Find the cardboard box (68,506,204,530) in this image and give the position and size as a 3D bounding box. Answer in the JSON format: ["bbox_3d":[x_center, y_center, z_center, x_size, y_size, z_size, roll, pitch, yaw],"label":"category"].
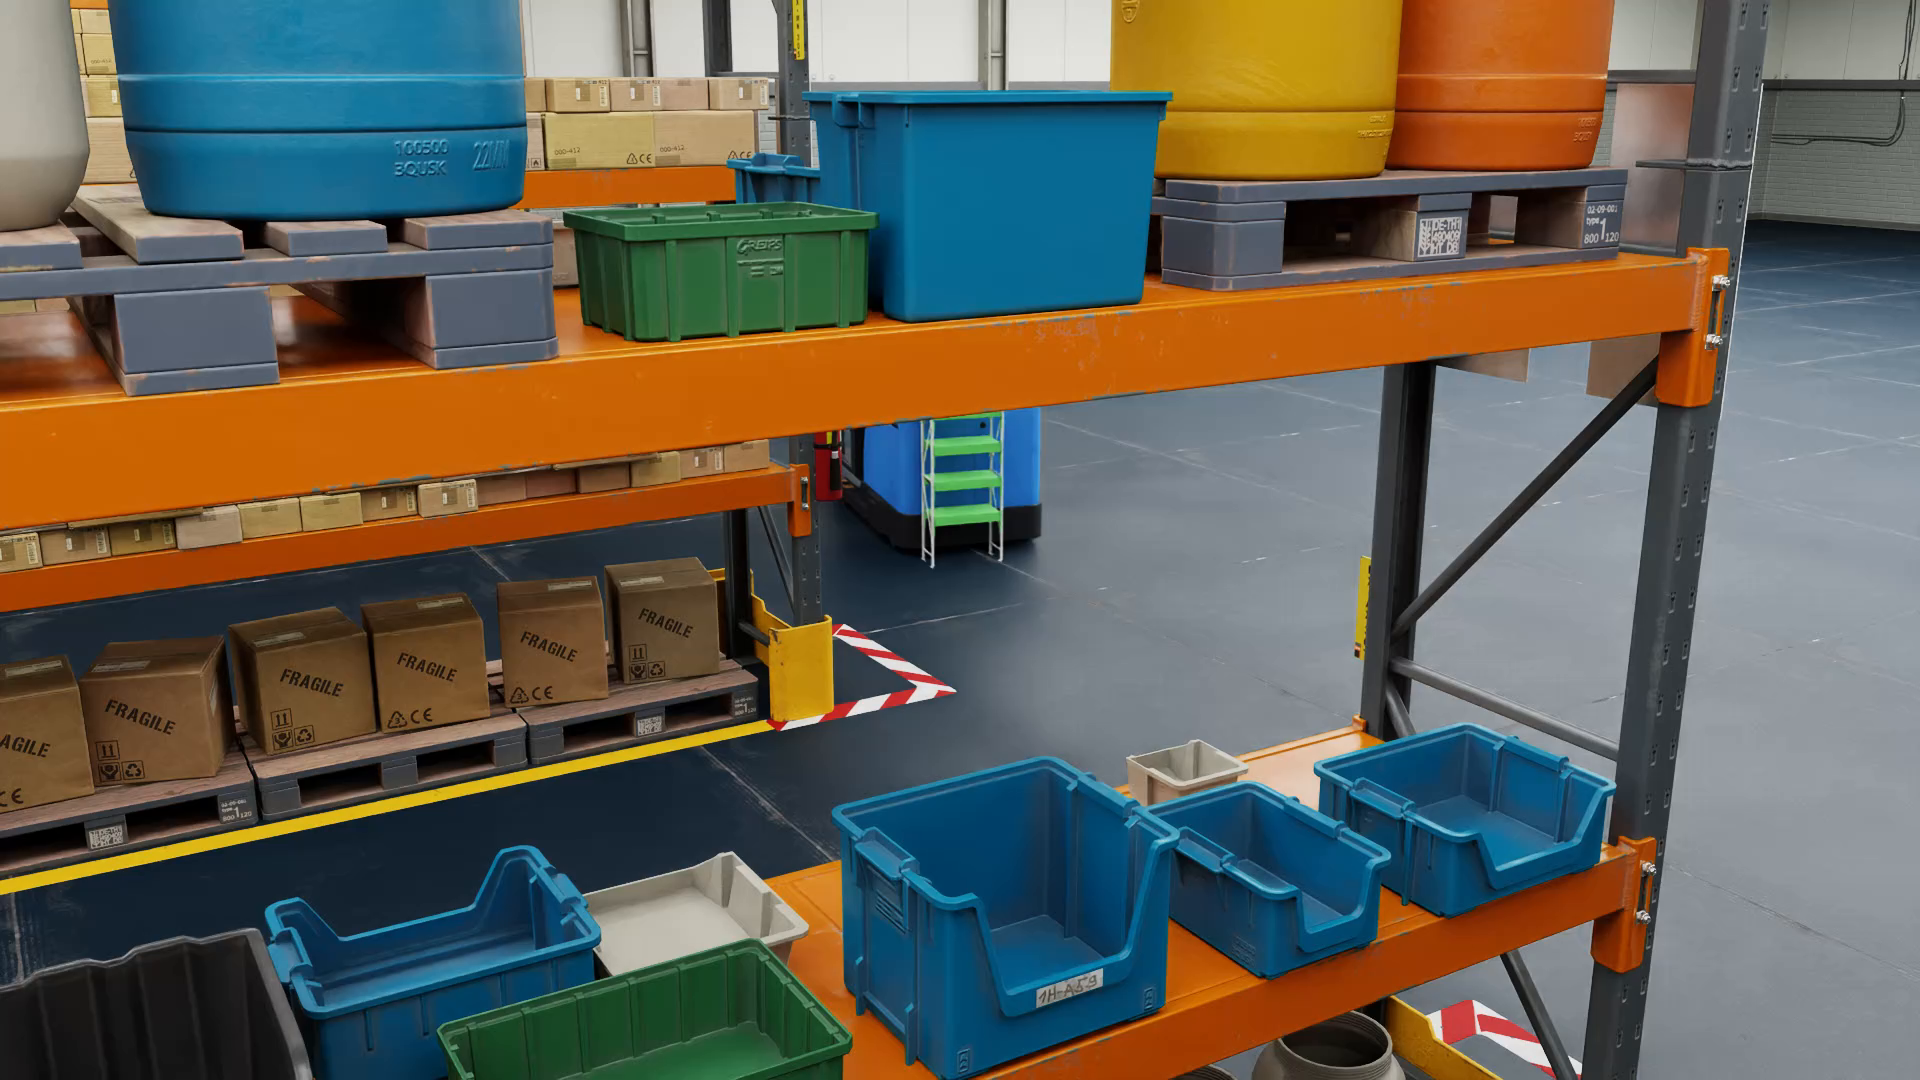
[{"bbox_3d":[-3.586,-0.414,7.092,0.500,0.500,0.875,-9,18,-30],"label":"cardboard box"}]

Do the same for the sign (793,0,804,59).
[{"bbox_3d":[-0.753,-2.408,7.746,0.005,0.325,0.100,-9,18,-30],"label":"sign"}]

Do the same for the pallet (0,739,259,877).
[{"bbox_3d":[-3.893,1.128,7.493,1.213,0.211,1.003,-9,18,-30],"label":"pallet"}]

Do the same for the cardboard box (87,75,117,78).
[{"bbox_3d":[-5.560,-2.962,10.864,0.250,0.149,0.380,-10,18,-31],"label":"cardboard box"}]

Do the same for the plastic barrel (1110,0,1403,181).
[{"bbox_3d":[0.617,-1.072,3.493,0.600,0.588,0.600,0,16,0],"label":"plastic barrel"}]

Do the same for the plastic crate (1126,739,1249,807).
[{"bbox_3d":[0.596,0.654,4.508,0.250,0.136,0.298,-9,18,-30],"label":"plastic crate"}]

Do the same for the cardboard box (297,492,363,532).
[{"bbox_3d":[-2.833,-0.164,7.402,0.250,0.149,0.380,-9,18,-30],"label":"cardboard box"}]

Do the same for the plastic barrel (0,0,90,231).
[{"bbox_3d":[-1.430,-0.682,2.242,0.421,0.512,0.421,0,16,0],"label":"plastic barrel"}]

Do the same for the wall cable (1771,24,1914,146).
[{"bbox_3d":[19.176,-9.889,36.267,0.112,2.526,3.097,-9,18,-30],"label":"wall cable"}]

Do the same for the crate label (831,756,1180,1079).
[{"bbox_3d":[0.090,0.779,3.510,0.616,0.435,0.502,-9,18,-30],"label":"crate label"}]

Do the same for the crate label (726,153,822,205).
[{"bbox_3d":[-0.246,-0.712,3.610,0.408,0.251,0.502,-9,18,-30],"label":"crate label"}]

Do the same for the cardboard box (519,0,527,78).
[{"bbox_3d":[-2.220,-2.271,7.235,0.500,0.500,0.500,-9,18,-30],"label":"cardboard box"}]

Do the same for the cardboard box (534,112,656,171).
[{"bbox_3d":[-1.731,-1.845,7.655,0.500,0.250,0.500,-9,18,-29],"label":"cardboard box"}]

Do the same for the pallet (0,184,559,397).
[{"bbox_3d":[-1.332,-0.443,2.726,1.003,0.211,1.213,-9,18,-30],"label":"pallet"}]

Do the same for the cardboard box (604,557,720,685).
[{"bbox_3d":[-1.566,0.415,8.723,0.500,0.500,0.500,-6,17,-19],"label":"cardboard box"}]

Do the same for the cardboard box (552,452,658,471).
[{"bbox_3d":[-1.874,-0.693,8.088,0.500,0.500,0.875,-9,18,-30],"label":"cardboard box"}]

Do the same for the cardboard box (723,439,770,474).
[{"bbox_3d":[-1.160,-0.460,8.461,0.250,0.149,0.380,-9,18,-30],"label":"cardboard box"}]

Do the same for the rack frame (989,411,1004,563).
[{"bbox_3d":[0.248,-0.453,11.303,0.015,1.200,0.240,-5,16,-17],"label":"rack frame"}]

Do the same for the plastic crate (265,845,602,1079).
[{"bbox_3d":[-1.091,0.888,3.460,0.616,0.251,0.499,-9,18,-30],"label":"plastic crate"}]

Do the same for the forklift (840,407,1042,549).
[{"bbox_3d":[-0.366,-1.705,12.561,1.130,2.935,3.031,-5,16,-17],"label":"forklift"}]

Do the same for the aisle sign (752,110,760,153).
[{"bbox_3d":[-1.123,-1.999,8.666,0.004,0.787,0.394,-9,18,-30],"label":"aisle sign"}]

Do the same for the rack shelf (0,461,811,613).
[{"bbox_3d":[-2.736,-0.044,7.844,4.000,0.370,1.077,-9,18,-30],"label":"rack shelf"}]

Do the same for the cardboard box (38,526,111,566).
[{"bbox_3d":[-3.691,-0.025,6.907,0.250,0.149,0.380,-9,18,-30],"label":"cardboard box"}]

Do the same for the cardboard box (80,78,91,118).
[{"bbox_3d":[-3.576,-1.736,6.529,0.250,0.149,0.380,-9,18,-29],"label":"cardboard box"}]

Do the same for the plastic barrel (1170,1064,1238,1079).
[{"bbox_3d":[0.574,1.652,4.292,0.421,0.512,0.421,0,16,0],"label":"plastic barrel"}]

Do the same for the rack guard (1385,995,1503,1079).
[{"bbox_3d":[1.488,1.702,4.911,0.348,0.500,1.175,-9,18,-30],"label":"rack guard"}]

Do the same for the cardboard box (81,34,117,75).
[{"bbox_3d":[-5.491,-3.184,10.917,0.500,0.250,0.500,-9,18,-30],"label":"cardboard box"}]

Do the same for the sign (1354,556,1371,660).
[{"bbox_3d":[1.249,0.216,5.069,0.005,0.325,0.100,-9,18,-30],"label":"sign"}]

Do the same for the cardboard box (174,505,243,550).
[{"bbox_3d":[-3.246,-0.087,7.129,0.250,0.149,0.380,-9,18,-30],"label":"cardboard box"}]

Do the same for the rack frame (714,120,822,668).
[{"bbox_3d":[-1.022,-0.669,8.738,0.127,3.000,1.000,-9,18,-30],"label":"rack frame"}]

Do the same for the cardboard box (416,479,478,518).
[{"bbox_3d":[-2.392,-0.228,7.630,0.250,0.149,0.380,-9,18,-30],"label":"cardboard box"}]

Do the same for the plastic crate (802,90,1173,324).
[{"bbox_3d":[0.049,-0.625,3.054,0.575,0.384,0.392,-9,18,-30],"label":"plastic crate"}]

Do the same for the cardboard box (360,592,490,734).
[{"bbox_3d":[-2.607,0.589,8.104,0.500,0.500,0.500,-7,17,-25],"label":"cardboard box"}]

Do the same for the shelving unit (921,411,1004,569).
[{"bbox_3d":[0.016,-0.433,11.230,0.503,1.200,0.258,-5,16,-17],"label":"shelving unit"}]

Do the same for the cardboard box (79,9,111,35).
[{"bbox_3d":[-5.559,-3.346,10.757,0.250,0.149,0.380,-9,18,-29],"label":"cardboard box"}]

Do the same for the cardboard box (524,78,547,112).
[{"bbox_3d":[-2.040,-2.004,7.482,0.250,0.149,0.380,-9,18,-29],"label":"cardboard box"}]

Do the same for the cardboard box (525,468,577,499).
[{"bbox_3d":[-2.020,-0.323,7.970,0.250,0.149,0.380,-9,18,-30],"label":"cardboard box"}]

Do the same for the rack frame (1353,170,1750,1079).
[{"bbox_3d":[1.529,0.477,4.650,0.127,3.000,1.000,-9,18,-30],"label":"rack frame"}]

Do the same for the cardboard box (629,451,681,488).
[{"bbox_3d":[-1.562,-0.379,8.171,0.250,0.149,0.380,-9,18,-30],"label":"cardboard box"}]

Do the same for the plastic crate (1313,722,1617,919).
[{"bbox_3d":[1.254,0.688,4.175,0.616,0.251,0.499,-9,18,-30],"label":"plastic crate"}]

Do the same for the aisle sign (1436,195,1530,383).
[{"bbox_3d":[1.440,-0.852,4.577,0.004,0.787,0.394,-9,18,-30],"label":"aisle sign"}]

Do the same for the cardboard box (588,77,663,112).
[{"bbox_3d":[-1.561,-2.050,7.646,0.250,0.149,0.380,-10,19,-32],"label":"cardboard box"}]

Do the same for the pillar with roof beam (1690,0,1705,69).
[{"bbox_3d":[18.186,-10.284,31.925,0.400,9.000,9.100,-9,18,-30],"label":"pillar with roof beam"}]

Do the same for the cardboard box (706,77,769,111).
[{"bbox_3d":[-1.099,-2.122,7.905,0.250,0.149,0.380,-9,18,-30],"label":"cardboard box"}]

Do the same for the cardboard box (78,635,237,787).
[{"bbox_3d":[-3.600,0.761,7.491,0.500,0.500,0.500,-3,16,-12],"label":"cardboard box"}]

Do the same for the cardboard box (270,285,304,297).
[{"bbox_3d":[-3.077,-0.929,7.076,0.500,0.500,0.500,-9,18,-30],"label":"cardboard box"}]

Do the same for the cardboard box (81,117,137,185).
[{"bbox_3d":[-3.482,-1.563,6.649,0.500,0.250,0.500,-9,18,-30],"label":"cardboard box"}]

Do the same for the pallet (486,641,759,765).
[{"bbox_3d":[-1.802,0.789,8.703,1.213,0.211,1.003,-9,18,-30],"label":"pallet"}]

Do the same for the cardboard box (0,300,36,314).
[{"bbox_3d":[-3.934,-0.789,6.580,0.500,0.500,0.500,-9,18,-30],"label":"cardboard box"}]

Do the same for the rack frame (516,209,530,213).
[{"bbox_3d":[-3.490,-1.830,12.882,0.127,3.000,1.000,-9,18,-30],"label":"rack frame"}]

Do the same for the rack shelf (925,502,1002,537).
[{"bbox_3d":[0.016,-0.140,11.312,0.480,0.148,0.258,-5,16,-17],"label":"rack shelf"}]

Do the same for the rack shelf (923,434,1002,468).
[{"bbox_3d":[0.016,-0.602,11.183,0.480,0.148,0.258,-5,16,-17],"label":"rack shelf"}]

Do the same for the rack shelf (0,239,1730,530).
[{"bbox_3d":[-0.186,-0.343,3.351,4.000,0.370,1.077,-9,18,-30],"label":"rack shelf"}]

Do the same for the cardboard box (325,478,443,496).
[{"bbox_3d":[-2.760,-0.567,7.637,0.500,0.500,0.875,-9,18,-30],"label":"cardboard box"}]
